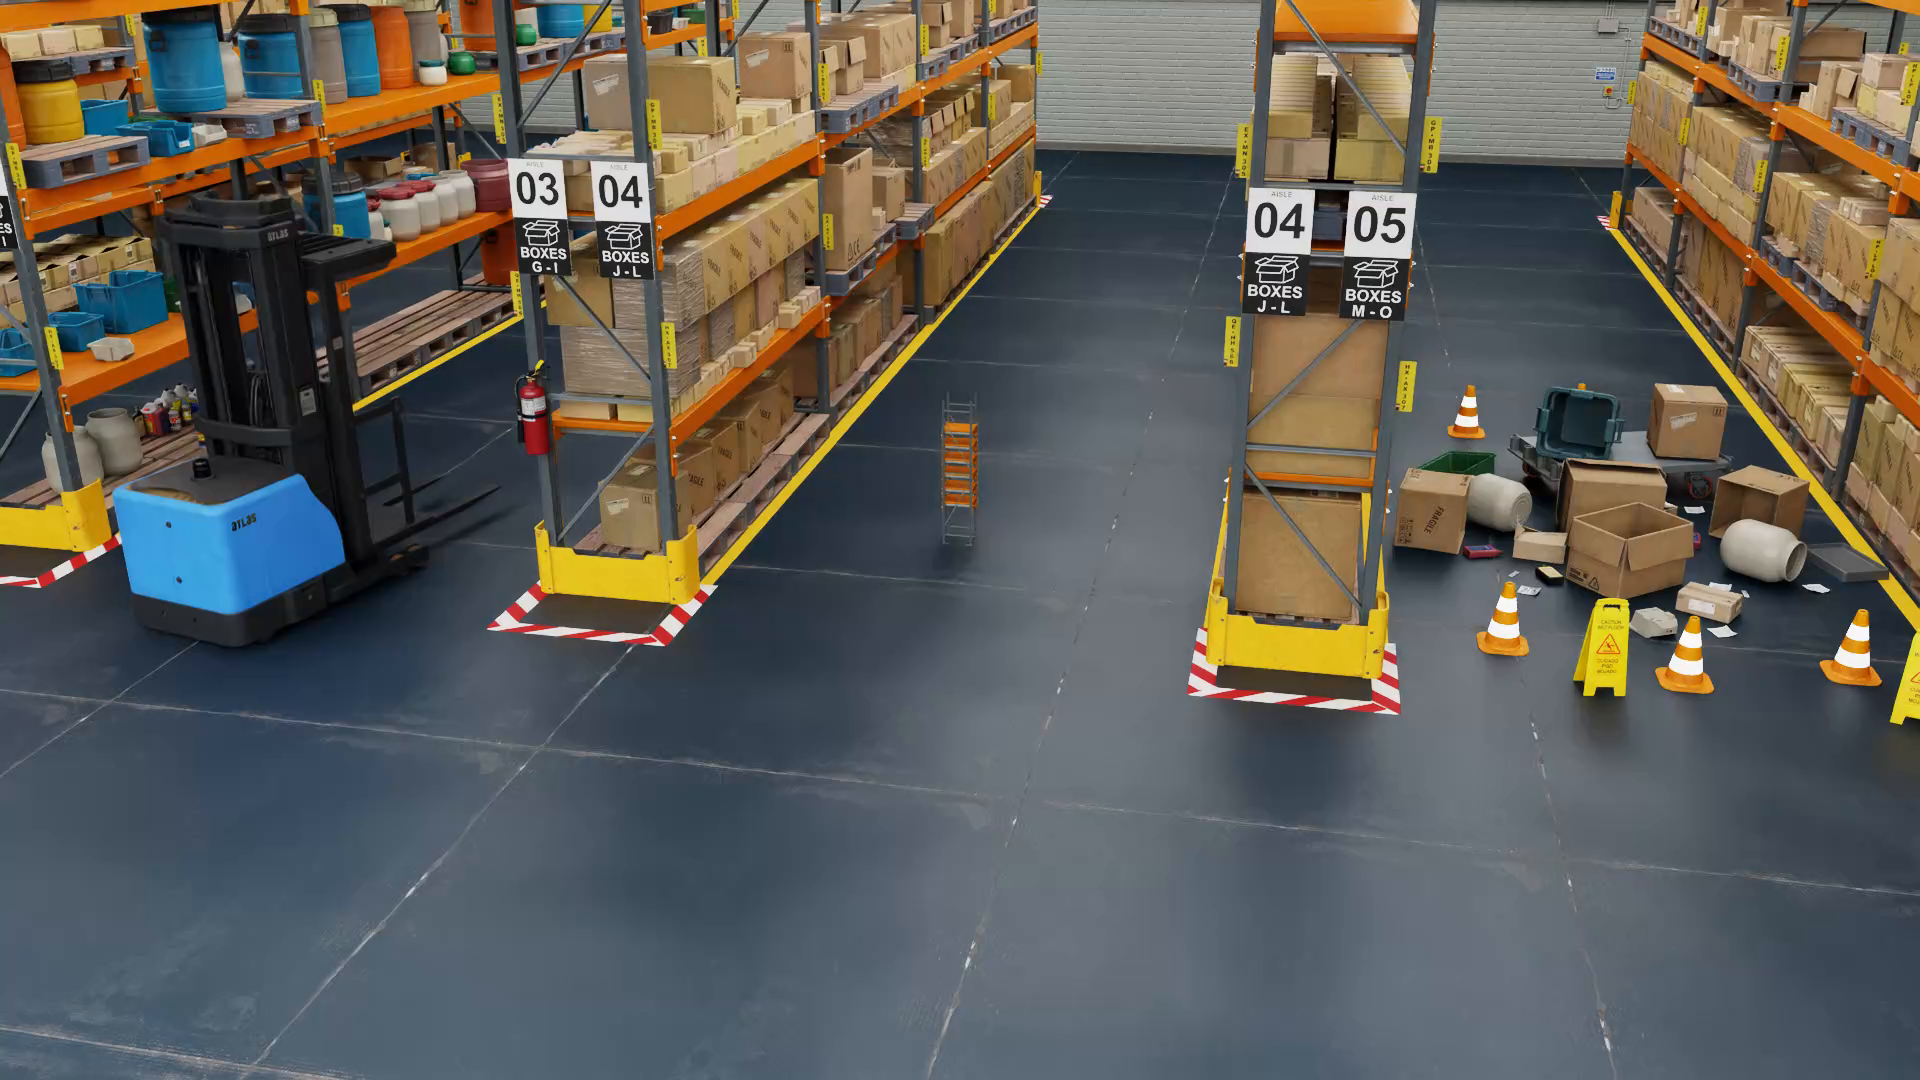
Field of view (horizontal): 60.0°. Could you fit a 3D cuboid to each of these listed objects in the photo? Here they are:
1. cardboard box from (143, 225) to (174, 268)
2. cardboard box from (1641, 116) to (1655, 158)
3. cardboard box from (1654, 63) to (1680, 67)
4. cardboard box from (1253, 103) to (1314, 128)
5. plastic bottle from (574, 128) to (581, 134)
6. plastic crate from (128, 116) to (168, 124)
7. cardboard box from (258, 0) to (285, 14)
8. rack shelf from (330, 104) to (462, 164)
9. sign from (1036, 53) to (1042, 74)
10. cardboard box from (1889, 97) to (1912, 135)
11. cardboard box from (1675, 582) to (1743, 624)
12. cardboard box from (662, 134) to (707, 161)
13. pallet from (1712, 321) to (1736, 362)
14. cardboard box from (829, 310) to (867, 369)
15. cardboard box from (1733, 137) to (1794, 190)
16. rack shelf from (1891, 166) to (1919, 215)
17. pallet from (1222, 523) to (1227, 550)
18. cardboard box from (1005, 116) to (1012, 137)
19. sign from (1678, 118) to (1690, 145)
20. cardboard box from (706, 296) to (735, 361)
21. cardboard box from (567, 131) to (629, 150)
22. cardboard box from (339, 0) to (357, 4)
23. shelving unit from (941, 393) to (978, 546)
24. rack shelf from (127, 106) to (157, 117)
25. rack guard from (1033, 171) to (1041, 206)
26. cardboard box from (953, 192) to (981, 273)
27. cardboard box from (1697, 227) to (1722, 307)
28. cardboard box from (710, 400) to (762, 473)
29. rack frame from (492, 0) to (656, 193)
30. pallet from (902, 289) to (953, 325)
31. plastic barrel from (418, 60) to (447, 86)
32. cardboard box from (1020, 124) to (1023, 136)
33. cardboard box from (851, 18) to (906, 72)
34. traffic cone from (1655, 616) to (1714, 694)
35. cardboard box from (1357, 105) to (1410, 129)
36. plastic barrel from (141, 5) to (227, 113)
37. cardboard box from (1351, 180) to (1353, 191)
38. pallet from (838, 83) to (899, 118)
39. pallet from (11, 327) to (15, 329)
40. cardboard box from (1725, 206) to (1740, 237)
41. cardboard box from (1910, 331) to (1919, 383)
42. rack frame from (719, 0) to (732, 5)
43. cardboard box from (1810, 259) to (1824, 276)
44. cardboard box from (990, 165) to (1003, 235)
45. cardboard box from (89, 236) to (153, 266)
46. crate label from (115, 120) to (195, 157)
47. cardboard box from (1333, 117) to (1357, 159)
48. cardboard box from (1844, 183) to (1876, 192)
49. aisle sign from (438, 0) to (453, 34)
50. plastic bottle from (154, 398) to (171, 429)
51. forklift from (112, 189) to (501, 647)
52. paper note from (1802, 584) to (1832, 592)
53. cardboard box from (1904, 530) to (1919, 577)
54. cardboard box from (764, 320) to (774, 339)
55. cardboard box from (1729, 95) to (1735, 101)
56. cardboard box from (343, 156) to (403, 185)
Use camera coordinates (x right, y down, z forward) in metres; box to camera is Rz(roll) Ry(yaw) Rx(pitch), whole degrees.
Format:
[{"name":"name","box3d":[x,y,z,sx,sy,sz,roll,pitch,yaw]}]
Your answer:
[{"name":"cardboard box","box3d":[-10.250,-3.864,21.719,0.500,0.500,0.500,5,23,13]},{"name":"cardboard box","box3d":[9.832,-5.609,23.162,0.500,0.500,0.500,4,22,11]},{"name":"cardboard box","box3d":[10.081,-6.689,23.637,0.380,0.149,0.250,5,22,12]},{"name":"cardboard box","box3d":[2.066,-2.703,10.638,0.380,0.149,0.250,5,22,11]},{"name":"plastic bottle","box3d":[-5.355,-5.616,23.380,0.144,0.351,0.185,4,22,11]},{"name":"plastic crate","box3d":[-7.179,-3.569,14.500,0.336,0.188,0.450,4,22,11]},{"name":"cardboard box","box3d":[-9.981,-7.637,23.488,0.600,0.600,0.600,2,22,6]},{"name":"rack shelf","box3d":[-9.398,-6.535,26.558,1.077,0.370,4.000,4,22,11]},{"name":"sign","box3d":[1.235,-7.444,25.985,0.100,0.325,0.005,4,22,11]},{"name":"cardboard box","box3d":[7.937,-3.441,13.535,0.500,0.250,0.500,4,22,10]},{"name":"cardboard box","box3d":[5.433,0.453,12.061,0.380,0.149,0.250,18,28,38]},{"name":"cardboard box","box3d":[-2.072,-2.865,12.135,0.380,0.149,0.250,5,23,13]},{"name":"pallet","box3d":[9.011,-2.151,18.443,1.003,0.211,1.213,4,22,11]},{"name":"cardboard box","box3d":[-1.366,-2.100,17.340,0.700,0.500,0.500,3,22,6]},{"name":"cardboard box","box3d":[8.722,-4.070,18.002,0.500,0.500,0.500,5,22,12]},{"name":"rack shelf","box3d":[7.552,-2.026,11.346,1.077,0.370,4.000,4,22,11]},{"name":"pallet","box3d":[2.615,-0.027,13.168,1.003,0.211,1.213,4,22,11]},{"name":"cardboard box","box3d":[0.449,-5.972,24.000,0.500,0.250,0.500,5,22,12]},{"name":"sign","box3d":[9.049,-5.105,20.780,0.100,0.325,0.005,4,22,11]},{"name":"cardboard box","box3d":[-2.290,-1.747,13.174,0.875,0.500,0.500,4,22,11]},{"name":"cardboard box","box3d":[-2.662,-2.912,12.252,0.380,0.149,0.250,5,22,11]},{"name":"cardboard box","box3d":[-9.364,-8.033,24.830,0.500,0.250,0.500,4,22,11]},{"name":"shelving unit","box3d":[-0.003,-0.551,13.147,0.258,1.200,0.189,4,22,11]},{"name":"rack shelf","box3d":[-14.249,-6.911,27.492,1.077,0.370,4.000,4,22,11]},{"name":"rack guard","box3d":[0.712,-5.693,26.850,1.175,0.500,0.348,4,22,11]},{"name":"cardboard box","box3d":[-0.402,-4.027,21.651,1.225,0.875,0.875,4,22,9]},{"name":"cardboard box","box3d":[9.367,-3.271,19.772,0.875,0.875,0.875,5,22,12]},{"name":"cardboard box","box3d":[-2.022,-0.904,14.397,0.500,0.500,0.500,2,22,6]},{"name":"rack frame","box3d":[-2.558,-3.775,10.711,1.000,3.000,0.127,4,22,11]},{"name":"pallet","box3d":[-0.691,-2.907,20.319,1.003,0.211,1.213,4,22,11]},{"name":"plastic barrel","box3d":[-5.805,-5.140,18.300,0.301,0.262,0.301,0,22,0]},{"name":"cardboard box","box3d":[0.750,-6.198,25.095,0.380,0.149,0.250,4,22,10]},{"name":"cardboard box","box3d":[-0.872,-5.206,17.476,0.500,0.500,0.500,4,22,11]},{"name":"traffic cone","box3d":[4.812,0.724,10.966,0.336,0.463,0.334,4,22,11]},{"name":"cardboard box","box3d":[2.709,-2.652,10.512,0.380,0.149,0.250,5,22,11]},{"name":"plastic barrel","box3d":[-6.898,-4.295,14.786,0.600,0.901,0.708,4,22,11]},{"name":"cardboard box","box3d":[2.712,-2.287,10.673,0.380,0.149,0.250,5,22,11]},{"name":"pallet","box3d":[-1.303,-4.356,16.422,1.213,0.211,1.003,4,22,11]},{"name":"pallet","box3d":[-11.327,-2.190,18.540,1.003,0.211,1.213,4,22,11]},{"name":"cardboard box","box3d":[8.714,-3.485,18.224,0.500,0.250,0.500,5,22,12]},{"name":"cardboard box","box3d":[7.402,-1.376,12.254,0.500,0.500,0.500,4,22,10]},{"name":"rack frame","box3d":[-4.142,-10.004,26.178,1.000,3.000,0.127,4,22,11]},{"name":"cardboard box","box3d":[8.150,-2.548,15.471,0.380,0.149,0.250,5,23,13]},{"name":"cardboard box","box3d":[0.104,-4.825,23.631,0.875,0.875,0.875,4,22,11]},{"name":"cardboard box","box3d":[-10.488,-3.643,20.783,0.500,0.311,0.500,5,22,12]},{"name":"crate label","box3d":[-6.701,-3.351,13.874,0.502,0.251,0.408,4,22,11]},{"name":"cardboard box","box3d":[2.729,-2.621,10.967,0.500,0.250,0.500,4,22,10]},{"name":"cardboard box","box3d":[8.861,-3.164,16.131,0.500,0.500,0.500,4,22,10]},{"name":"aisle sign","box3d":[-8.676,-8.808,27.758,0.394,0.787,0.004,4,22,11]},{"name":"plastic bottle","box3d":[-7.355,-1.156,15.296,0.152,0.276,0.135,4,22,9]},{"name":"forklift","box3d":[-4.770,-1.144,12.300,1.130,2.935,3.031,10,24,22]},{"name":"paper note","box3d":[6.423,0.355,12.460,0.142,0.019,0.148,-3,22,-8]},{"name":"cardboard box","box3d":[7.260,0.147,12.121,0.500,0.250,0.500,4,22,9]},{"name":"cardboard box","box3d":[-1.801,-1.784,14.134,0.380,0.149,0.250,4,22,11]},{"name":"cardboard box","box3d":[9.947,-5.627,21.000,0.380,0.149,0.250,5,22,12]},{"name":"cardboard box","box3d":[-9.428,-5.871,26.698,0.797,0.503,0.637,4,22,11]}]
